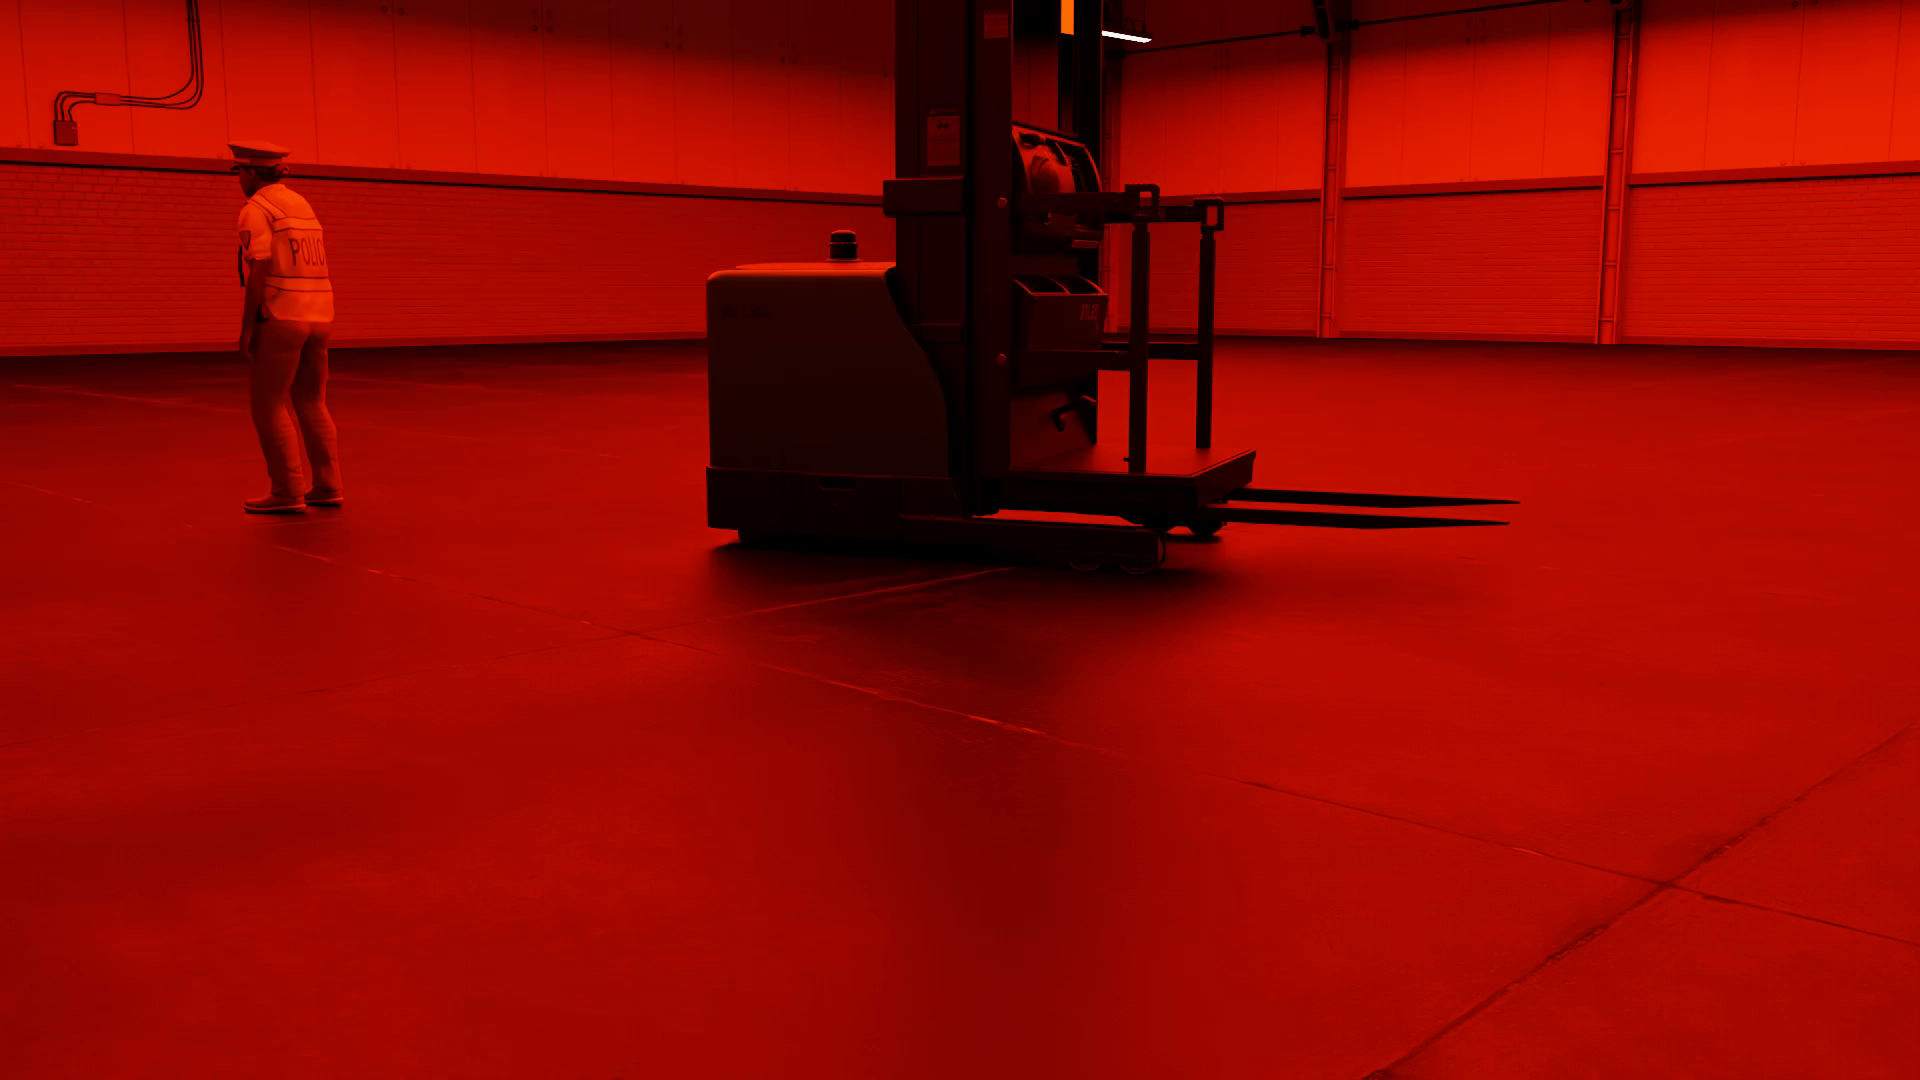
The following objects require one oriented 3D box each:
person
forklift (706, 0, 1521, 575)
[{"bbox_3d":[-3.061,-0.966,7.551,0.391,1.664,0.532,2,9,16],"label":"person"},{"bbox_3d":[0.565,-1.416,6.275,3.031,2.935,1.130,3,9,22],"label":"forklift"}]
